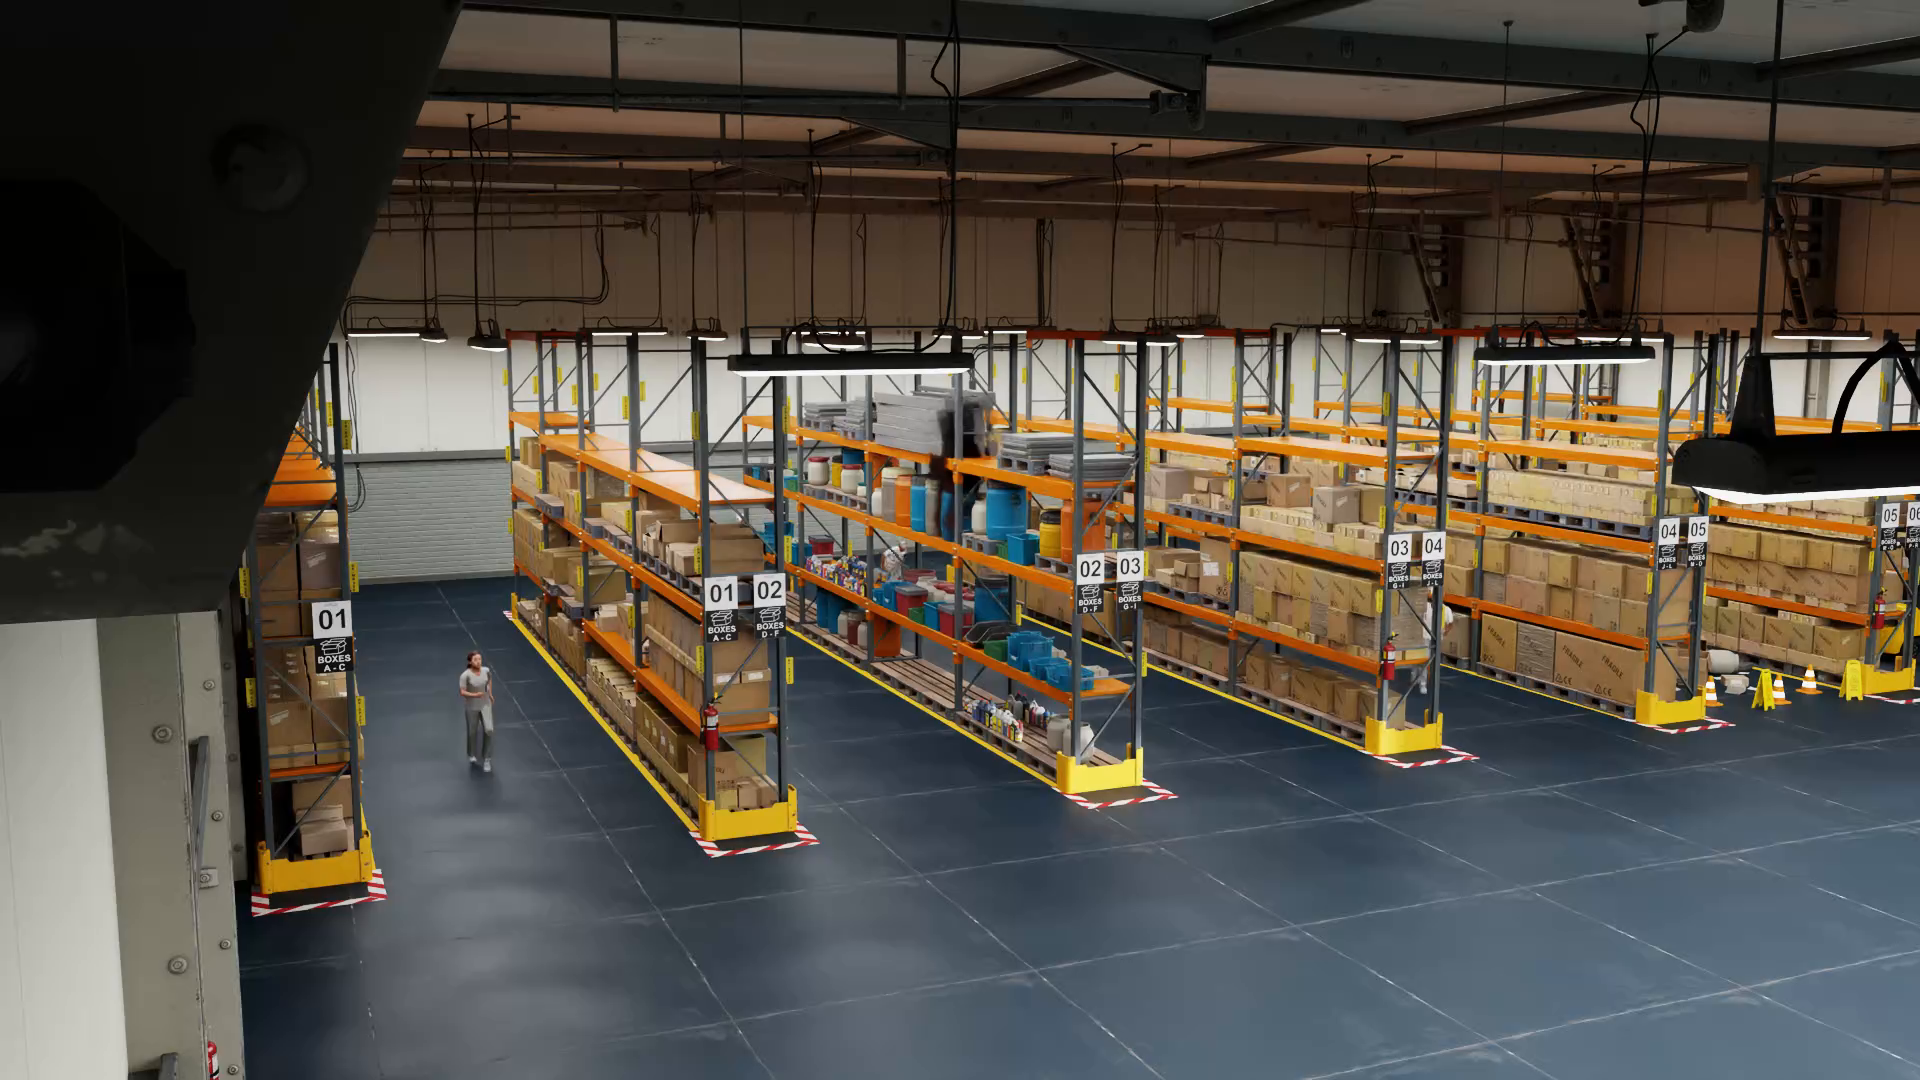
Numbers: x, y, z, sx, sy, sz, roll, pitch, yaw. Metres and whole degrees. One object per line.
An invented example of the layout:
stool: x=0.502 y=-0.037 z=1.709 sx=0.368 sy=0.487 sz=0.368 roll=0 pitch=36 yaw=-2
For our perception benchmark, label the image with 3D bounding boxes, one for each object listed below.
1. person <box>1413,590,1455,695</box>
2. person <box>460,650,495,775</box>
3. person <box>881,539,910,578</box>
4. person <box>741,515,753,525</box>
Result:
person: x=7.955 y=1.672 z=27.967 sx=0.748 sy=1.719 sz=0.906 roll=-1 pitch=8 yaw=-10
person: x=-6.690 y=2.369 z=23.095 sx=0.509 sy=1.721 sz=0.840 roll=-4 pitch=9 yaw=-29
person: x=-1.407 y=0.698 z=36.151 sx=0.626 sy=1.484 sz=0.826 roll=-7 pitch=11 yaw=-43
person: x=-4.865 y=0.295 z=37.836 sx=0.951 sy=1.763 sz=0.686 roll=1 pitch=8 yaw=8
